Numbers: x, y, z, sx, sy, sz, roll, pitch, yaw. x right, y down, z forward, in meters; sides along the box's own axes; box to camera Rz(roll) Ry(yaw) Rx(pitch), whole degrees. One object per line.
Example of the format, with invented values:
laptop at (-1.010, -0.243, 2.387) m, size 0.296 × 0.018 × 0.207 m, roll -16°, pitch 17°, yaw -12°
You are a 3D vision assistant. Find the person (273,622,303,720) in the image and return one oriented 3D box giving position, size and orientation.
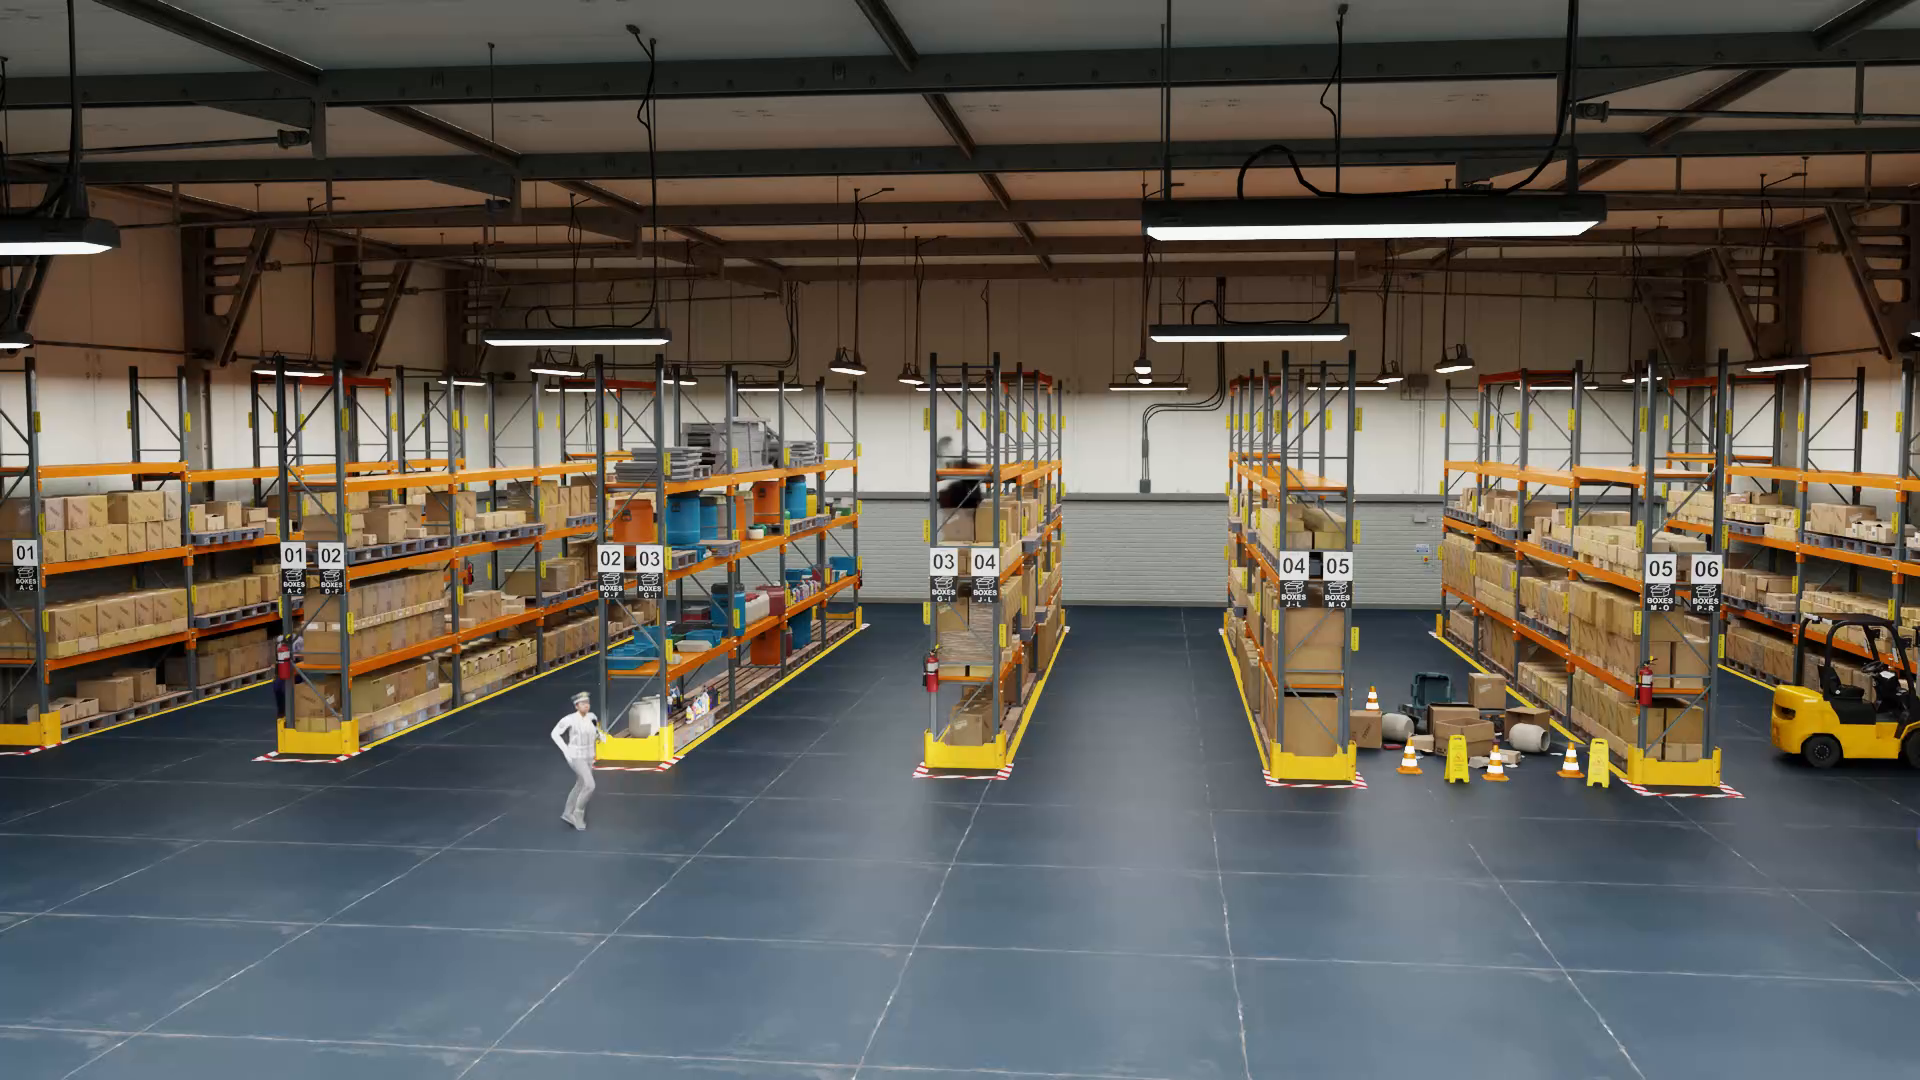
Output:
person at (-11.344, 2.205, 28.091) m, size 0.577 × 1.694 × 0.719 m, roll 0°, pitch 4°, yaw -5°

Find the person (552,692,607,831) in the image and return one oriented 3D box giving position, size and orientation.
person at (-4.645, 2.722, 20.531) m, size 0.677 × 1.730 × 0.581 m, roll 3°, pitch 5°, yaw 34°

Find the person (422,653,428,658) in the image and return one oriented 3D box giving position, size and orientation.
person at (-10.495, 1.831, 32.542) m, size 0.674 × 1.827 × 0.773 m, roll 1°, pitch 4°, yaw 7°
